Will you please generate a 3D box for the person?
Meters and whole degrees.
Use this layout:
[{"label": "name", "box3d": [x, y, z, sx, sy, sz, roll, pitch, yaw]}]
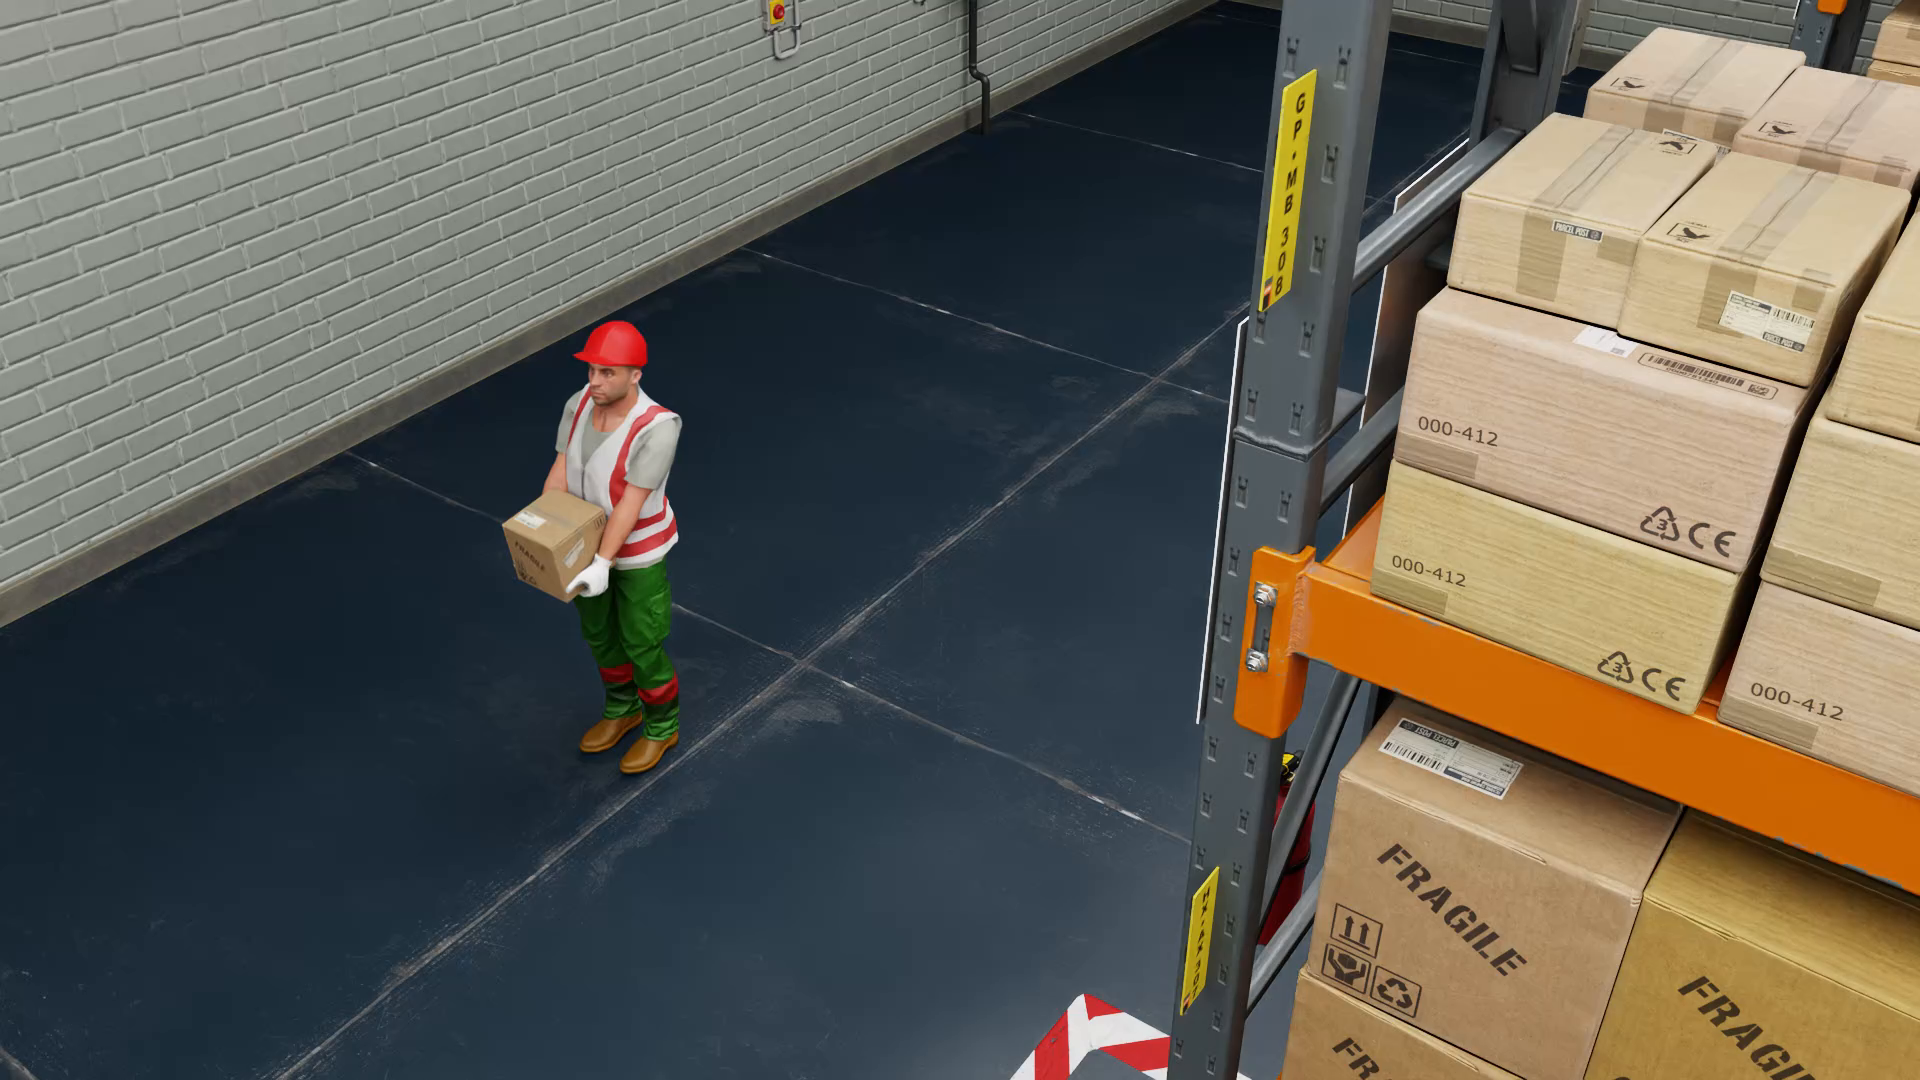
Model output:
[{"label": "person", "box3d": [-1.281, 0.079, 6.011, 0.494, 1.782, 0.570, 22, 40, 29]}]
